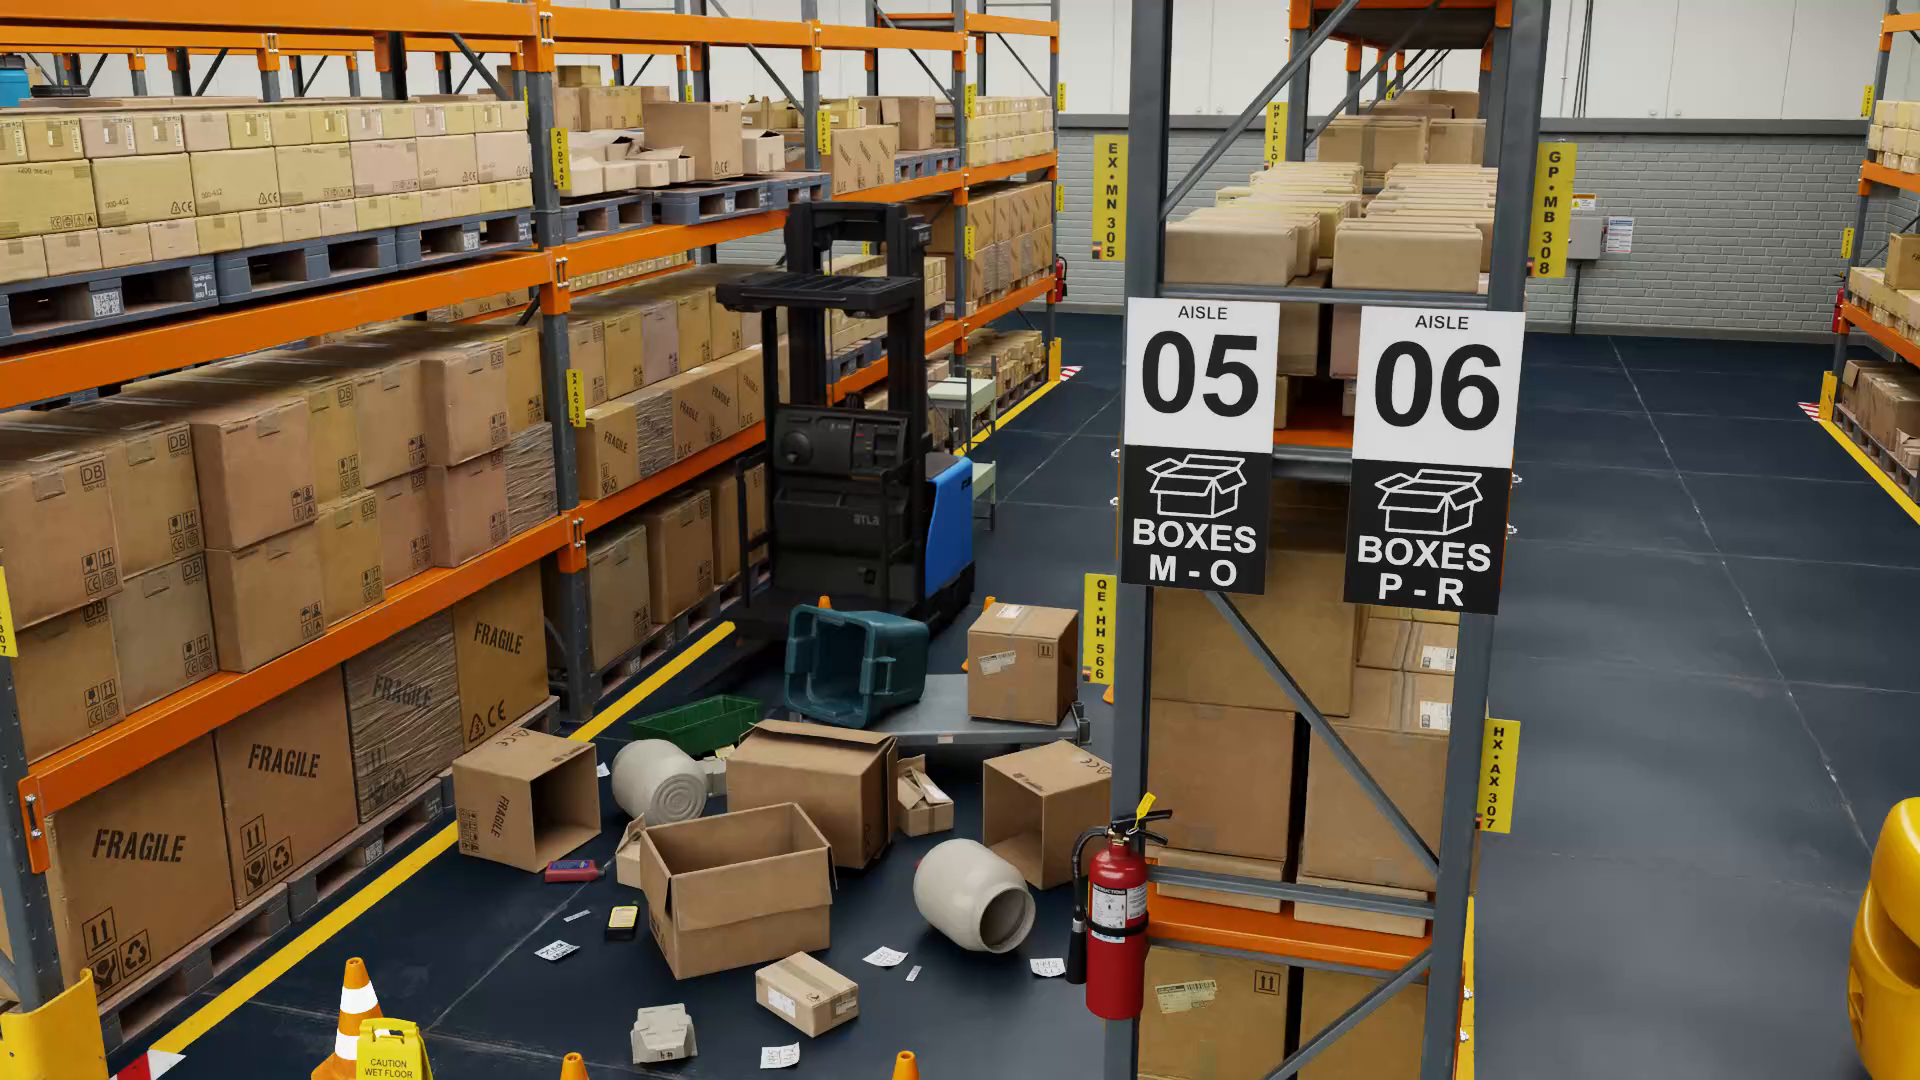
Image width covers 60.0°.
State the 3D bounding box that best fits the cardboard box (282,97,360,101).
[{"bbox_3d":[-6.035,-3.940,15.773,0.500,0.500,0.500,6,17,19],"label":"cardboard box"}]

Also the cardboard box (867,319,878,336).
[{"bbox_3d":[-0.951,-1.902,14.728,0.380,0.149,0.250,5,17,18],"label":"cardboard box"}]

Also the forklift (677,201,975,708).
[{"bbox_3d":[-0.858,-0.648,10.744,1.130,2.935,3.031,5,17,18],"label":"forklift"}]

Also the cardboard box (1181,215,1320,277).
[{"bbox_3d":[0.851,-0.869,4.899,0.380,0.149,0.250,5,17,17],"label":"cardboard box"}]

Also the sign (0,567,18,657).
[{"bbox_3d":[-3.316,0.245,5.737,0.100,0.325,0.005,5,16,16],"label":"sign"}]

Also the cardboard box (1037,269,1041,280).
[{"bbox_3d":[0.772,-3.241,20.218,0.380,0.149,0.250,5,16,16],"label":"cardboard box"}]

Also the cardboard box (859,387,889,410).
[{"bbox_3d":[-0.848,-1.221,15.074,0.500,0.250,0.500,5,17,16],"label":"cardboard box"}]

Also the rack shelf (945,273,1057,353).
[{"bbox_3d":[0.132,-2.662,19.034,1.077,0.370,4.000,5,16,16],"label":"rack shelf"}]

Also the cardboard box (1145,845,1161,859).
[{"bbox_3d":[0.795,0.944,5.464,0.380,0.149,0.250,4,16,15],"label":"cardboard box"}]

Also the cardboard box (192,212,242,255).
[{"bbox_3d":[-3.155,-1.246,6.737,0.380,0.149,0.250,5,16,16],"label":"cardboard box"}]

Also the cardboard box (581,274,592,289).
[{"bbox_3d":[-4.538,-3.033,19.485,0.380,0.149,0.250,4,16,14],"label":"cardboard box"}]

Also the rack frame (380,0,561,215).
[{"bbox_3d":[-2.710,-3.278,8.894,1.000,3.000,0.127,5,16,16],"label":"rack frame"}]

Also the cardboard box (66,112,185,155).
[{"bbox_3d":[-3.229,-1.562,6.389,0.380,0.149,0.250,5,17,16],"label":"cardboard box"}]

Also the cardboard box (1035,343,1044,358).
[{"bbox_3d":[0.824,-2.344,20.507,0.380,0.149,0.250,4,16,14],"label":"cardboard box"}]

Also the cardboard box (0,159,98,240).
[{"bbox_3d":[-3.463,-1.215,5.897,0.500,0.250,0.500,5,16,16],"label":"cardboard box"}]

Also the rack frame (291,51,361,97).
[{"bbox_3d":[-8.775,-7.212,22.766,1.000,3.000,0.127,5,16,16],"label":"rack frame"}]

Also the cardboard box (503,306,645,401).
[{"bbox_3d":[-2.430,-1.186,10.497,0.700,0.500,0.500,4,16,15],"label":"cardboard box"}]

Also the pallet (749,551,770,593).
[{"bbox_3d":[-1.869,0.104,13.076,1.003,0.211,1.213,5,16,16],"label":"pallet"}]

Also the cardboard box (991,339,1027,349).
[{"bbox_3d":[0.580,-2.288,19.763,0.380,0.149,0.250,4,16,14],"label":"cardboard box"}]

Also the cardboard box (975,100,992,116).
[{"bbox_3d":[0.122,-4.548,17.498,0.380,0.149,0.250,4,16,14],"label":"cardboard box"}]

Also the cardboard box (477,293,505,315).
[{"bbox_3d":[-5.181,-2.671,17.566,0.500,0.500,0.500,5,17,18],"label":"cardboard box"}]

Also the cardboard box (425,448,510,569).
[{"bbox_3d":[-2.938,-0.220,8.835,0.875,0.550,0.550,5,16,16],"label":"cardboard box"}]

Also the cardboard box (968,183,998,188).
[{"bbox_3d":[0.181,-3.974,19.782,0.500,0.500,0.500,5,17,17],"label":"cardboard box"}]

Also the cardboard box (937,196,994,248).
[{"bbox_3d":[0.058,-3.393,17.733,0.500,0.500,0.500,4,16,14],"label":"cardboard box"}]

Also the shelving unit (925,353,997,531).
[{"bbox_3d":[-0.002,-0.720,13.619,0.431,1.500,0.755,5,16,16],"label":"shelving unit"}]

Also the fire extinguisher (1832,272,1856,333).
[{"bbox_3d":[9.834,-2.647,18.491,0.296,0.674,0.183,5,16,16],"label":"fire extinguisher"}]

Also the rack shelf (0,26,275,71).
[{"bbox_3d":[-6.868,-3.673,12.341,1.077,0.370,4.000,5,16,16],"label":"rack shelf"}]

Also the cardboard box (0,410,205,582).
[{"bbox_3d":[-3.636,-0.182,6.719,0.875,0.550,0.550,5,16,16],"label":"cardboard box"}]

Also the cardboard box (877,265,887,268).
[{"bbox_3d":[-0.589,-2.525,15.836,0.380,0.149,0.250,5,16,16],"label":"cardboard box"}]

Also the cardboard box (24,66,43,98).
[{"bbox_3d":[-13.654,-6.548,23.904,0.700,0.500,0.500,5,16,16],"label":"cardboard box"}]

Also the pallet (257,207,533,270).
[{"bbox_3d":[-2.952,-1.579,8.563,1.003,0.211,1.213,5,16,16],"label":"pallet"}]

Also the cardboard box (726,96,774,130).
[{"bbox_3d":[-1.707,-3.423,13.319,0.396,0.266,0.258,5,16,16],"label":"cardboard box"}]

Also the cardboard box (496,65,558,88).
[{"bbox_3d":[-4.890,-5.243,18.810,0.500,0.250,0.500,4,16,12],"label":"cardboard box"}]

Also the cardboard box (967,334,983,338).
[{"bbox_3d":[0.068,-2.399,20.157,0.380,0.149,0.250,5,16,16],"label":"cardboard box"}]

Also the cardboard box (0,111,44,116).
[{"bbox_3d":[-3.859,-1.615,6.577,0.380,0.149,0.250,5,17,17],"label":"cardboard box"}]

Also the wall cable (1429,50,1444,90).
[{"bbox_3d":[6.821,-7.570,24.026,0.463,3.000,0.029,5,16,16],"label":"wall cable"}]

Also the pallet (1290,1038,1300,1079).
[{"bbox_3d":[1.214,2.124,5.953,1.003,0.211,1.213,5,16,16],"label":"pallet"}]

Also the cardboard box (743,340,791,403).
[{"bbox_3d":[-1.587,-1.217,12.440,0.500,0.500,0.500,5,16,16],"label":"cardboard box"}]

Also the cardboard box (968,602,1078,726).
[{"bbox_3d":[0.350,0.674,9.149,0.500,0.500,0.500,5,16,16],"label":"cardboard box"}]

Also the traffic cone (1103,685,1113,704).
[{"bbox_3d":[1.075,0.753,10.325,0.336,0.463,0.334,5,16,16],"label":"traffic cone"}]

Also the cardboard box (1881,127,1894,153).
[{"bbox_3d":[9.722,-4.074,16.929,0.500,0.250,0.500,5,17,17],"label":"cardboard box"}]

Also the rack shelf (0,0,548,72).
[{"bbox_3d":[-3.278,-2.216,7.202,1.077,0.370,4.000,5,16,16],"label":"rack shelf"}]

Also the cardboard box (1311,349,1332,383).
[{"bbox_3d":[1.045,-0.620,5.483,0.380,0.149,0.250,5,17,16],"label":"cardboard box"}]

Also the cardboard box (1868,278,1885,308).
[{"bbox_3d":[9.564,-2.498,16.869,0.500,0.250,0.500,4,16,15],"label":"cardboard box"}]

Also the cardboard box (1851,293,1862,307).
[{"bbox_3d":[9.879,-2.604,17.973,0.380,0.149,0.250,4,16,15],"label":"cardboard box"}]

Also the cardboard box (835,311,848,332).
[{"bbox_3d":[-1.168,-1.844,13.980,0.380,0.149,0.250,5,17,19],"label":"cardboard box"}]

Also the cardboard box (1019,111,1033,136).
[{"bbox_3d":[0.521,-4.734,18.886,0.500,0.250,0.500,5,17,17],"label":"cardboard box"}]

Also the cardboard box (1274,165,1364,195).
[{"bbox_3d":[1.616,-1.612,7.519,0.380,0.149,0.250,5,17,18],"label":"cardboard box"}]

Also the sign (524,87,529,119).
[{"bbox_3d":[-4.640,-4.699,17.879,0.100,0.325,0.005,5,16,16],"label":"sign"}]

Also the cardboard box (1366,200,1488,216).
[{"bbox_3d":[1.532,-1.030,5.467,0.380,0.149,0.250,5,16,16],"label":"cardboard box"}]

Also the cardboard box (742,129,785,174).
[{"bbox_3d":[-1.582,-2.792,11.888,0.500,0.311,0.500,5,16,16],"label":"cardboard box"}]

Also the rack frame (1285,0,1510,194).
[{"bbox_3d":[2.065,-2.920,7.634,1.000,3.000,0.127,5,16,16],"label":"rack frame"}]

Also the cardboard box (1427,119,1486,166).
[{"bbox_3d":[2.747,-2.100,8.830,0.500,0.250,0.500,4,16,15],"label":"cardboard box"}]
